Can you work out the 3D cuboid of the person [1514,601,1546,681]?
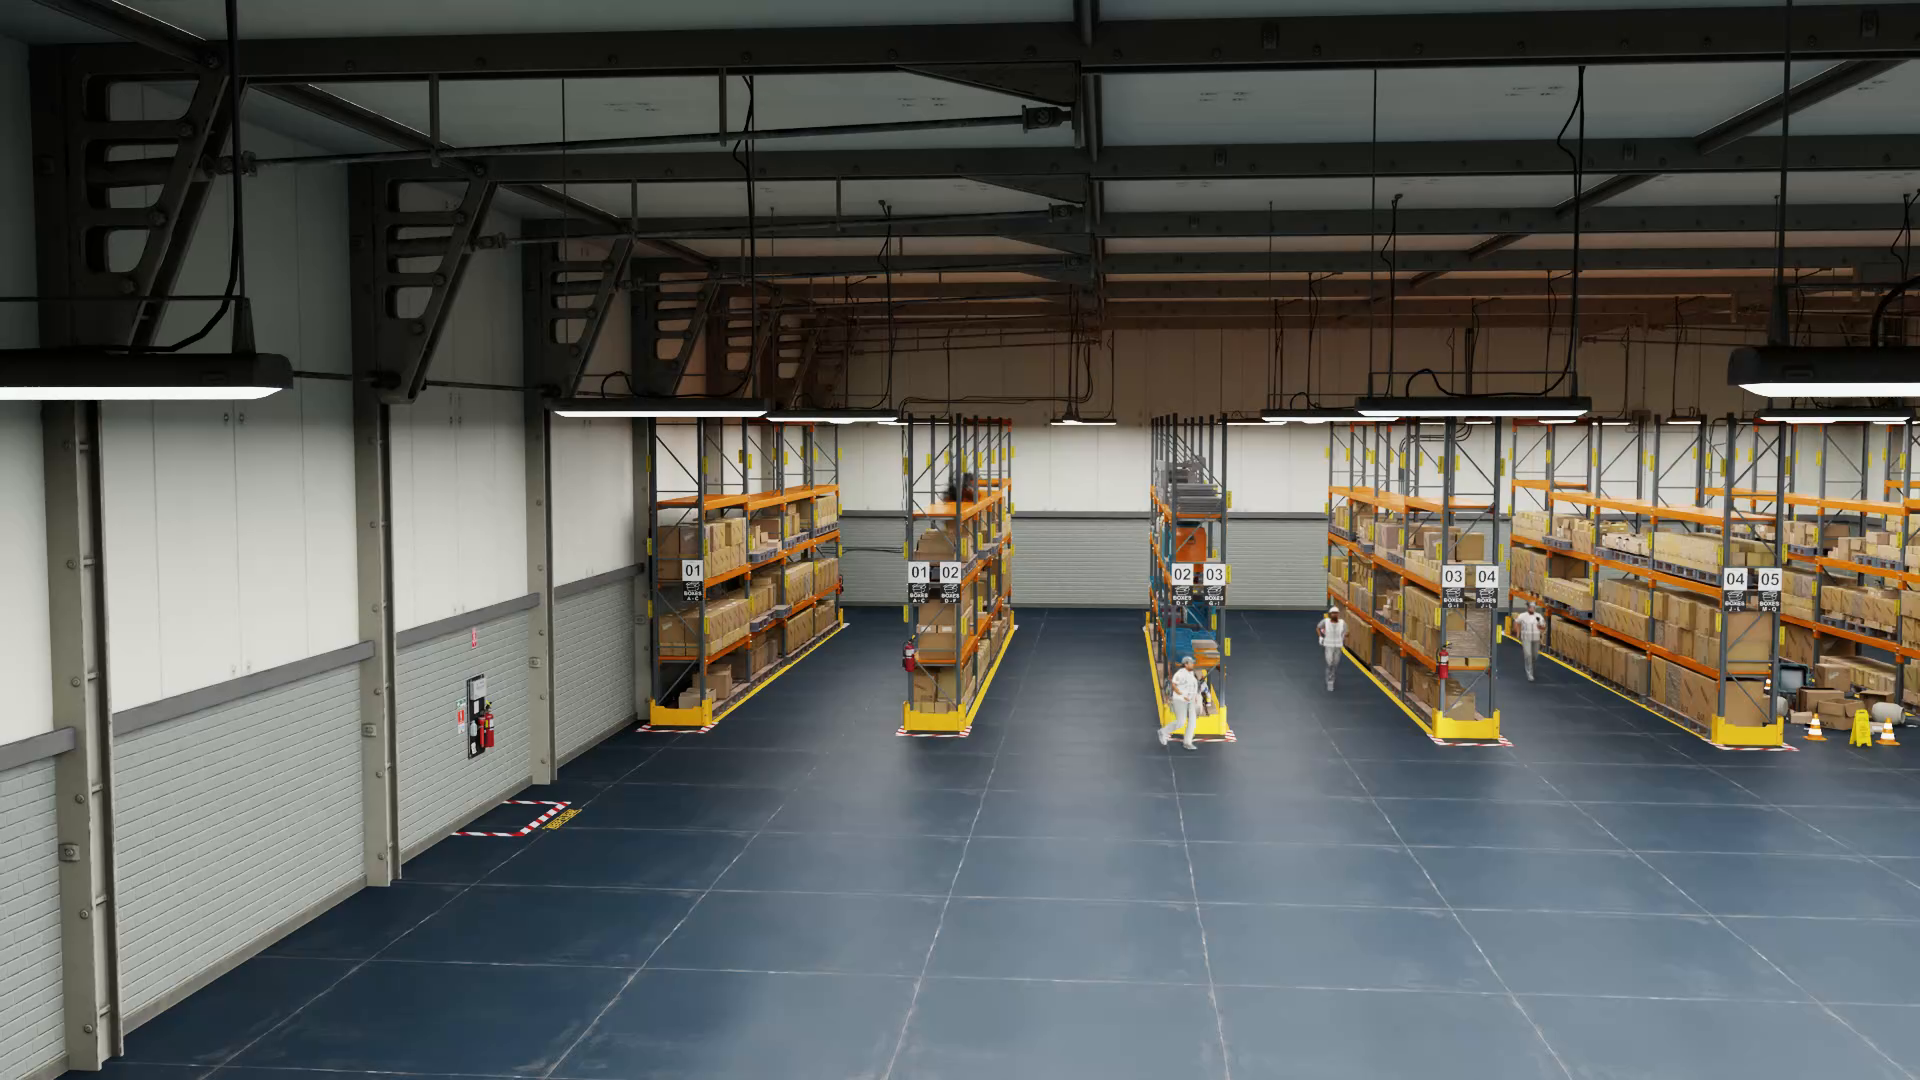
[{"bbox_3d":[13.023,2.263,37.934,0.662,1.767,0.986,0,4,4],"label":"person"}]

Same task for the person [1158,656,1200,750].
[{"bbox_3d":[4.022,2.901,29.868,0.748,1.633,0.683,3,5,39],"label":"person"}]

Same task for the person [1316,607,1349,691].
[{"bbox_3d":[8.196,2.380,36.497,0.659,1.848,0.803,0,4,-1],"label":"person"}]
